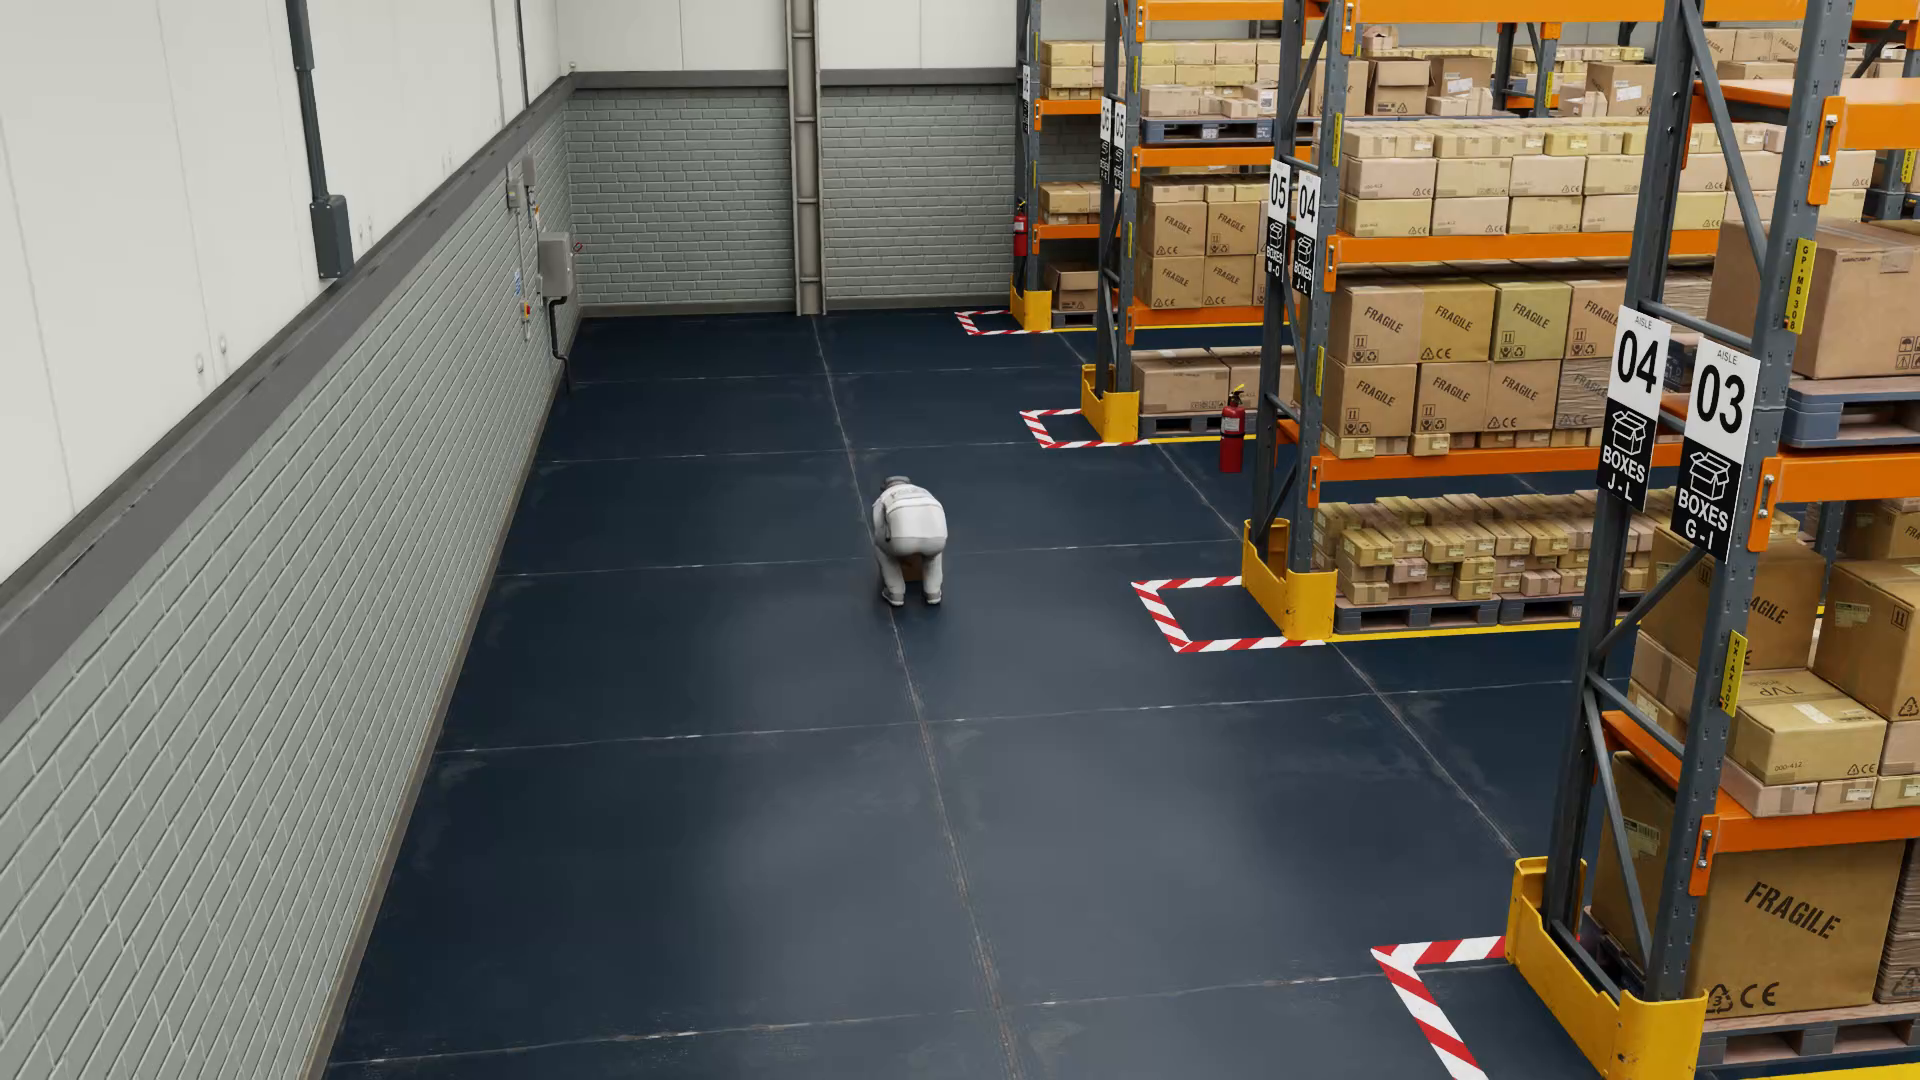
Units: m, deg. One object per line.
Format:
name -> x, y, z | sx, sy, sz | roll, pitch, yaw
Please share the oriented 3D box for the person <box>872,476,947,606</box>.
person -> -0.384, 0.005, 12.451 | 0.533, 0.840, 1.031 | -3, 20, -9
